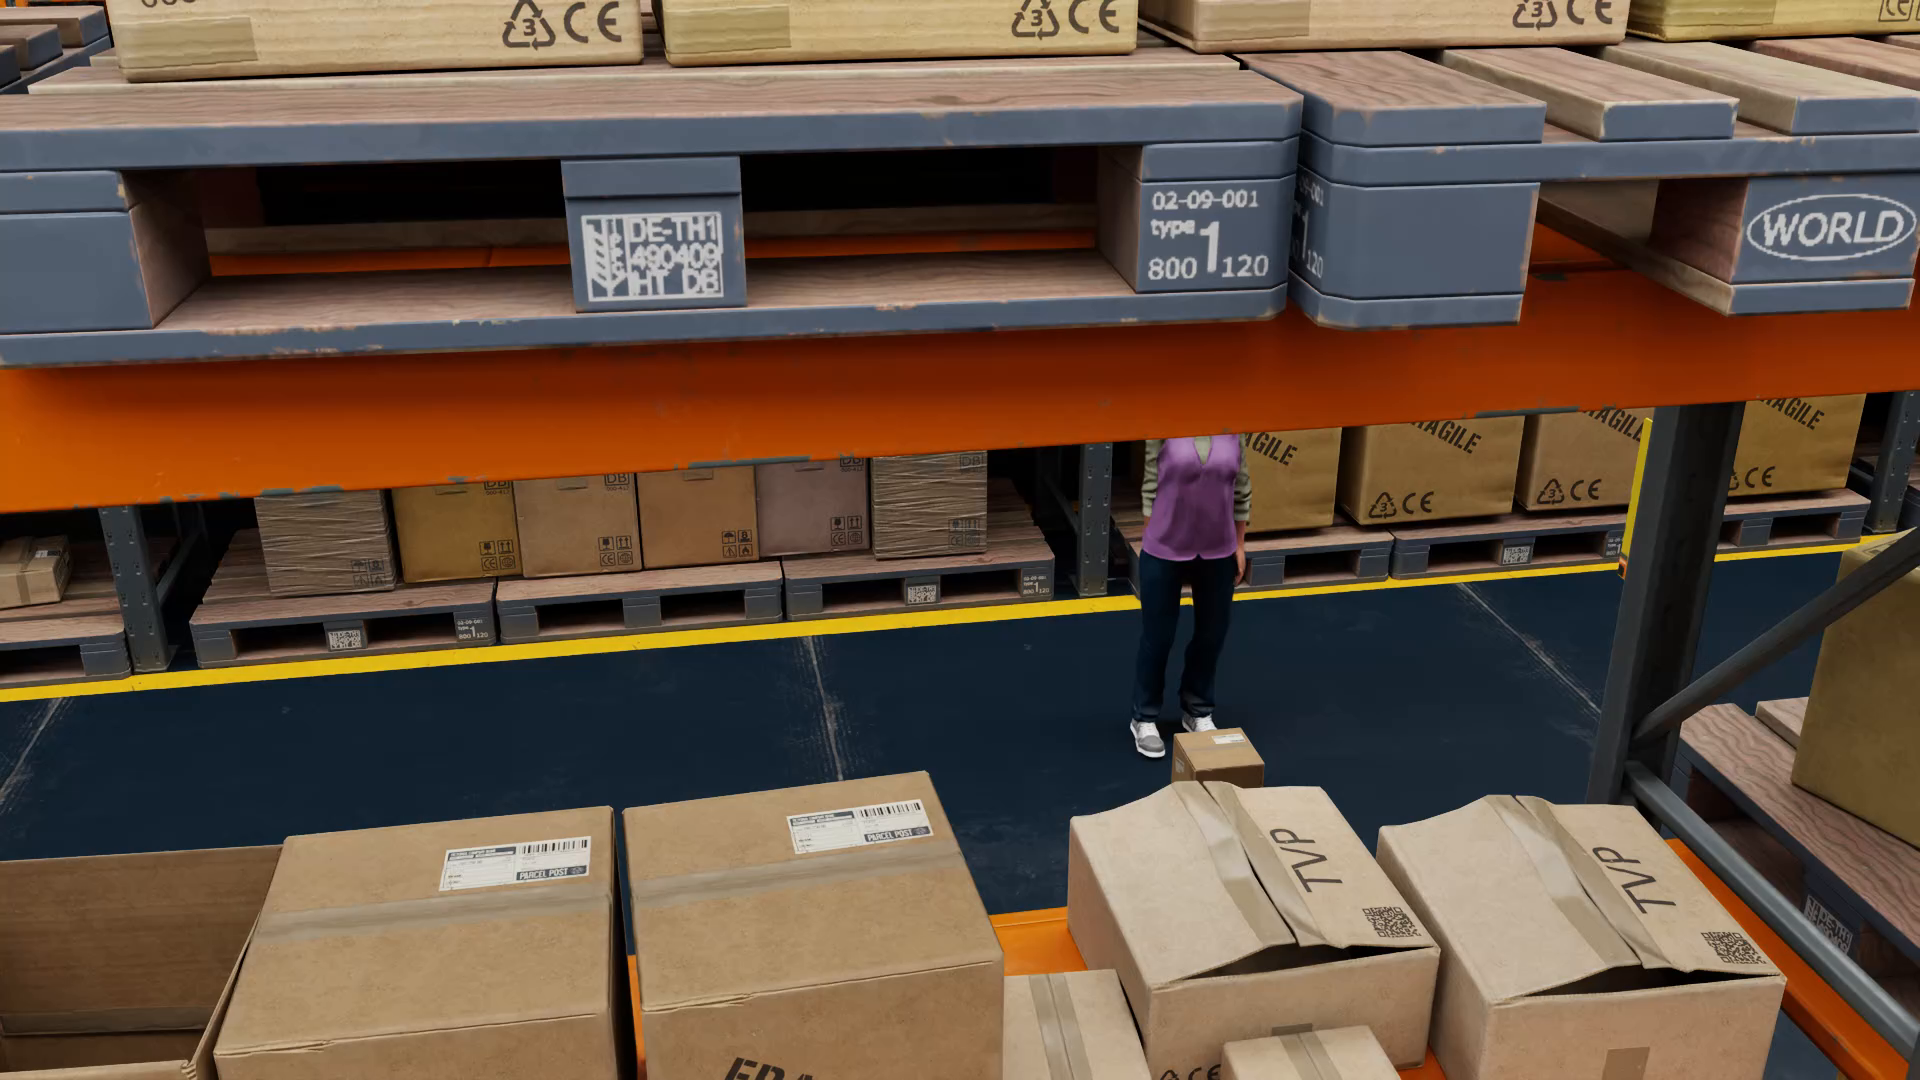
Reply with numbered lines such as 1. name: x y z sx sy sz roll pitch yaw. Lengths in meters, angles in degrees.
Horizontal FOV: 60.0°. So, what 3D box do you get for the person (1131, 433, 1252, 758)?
1. person: 0.847 0.037 6.038 0.407 1.594 0.301 -4 24 -9
